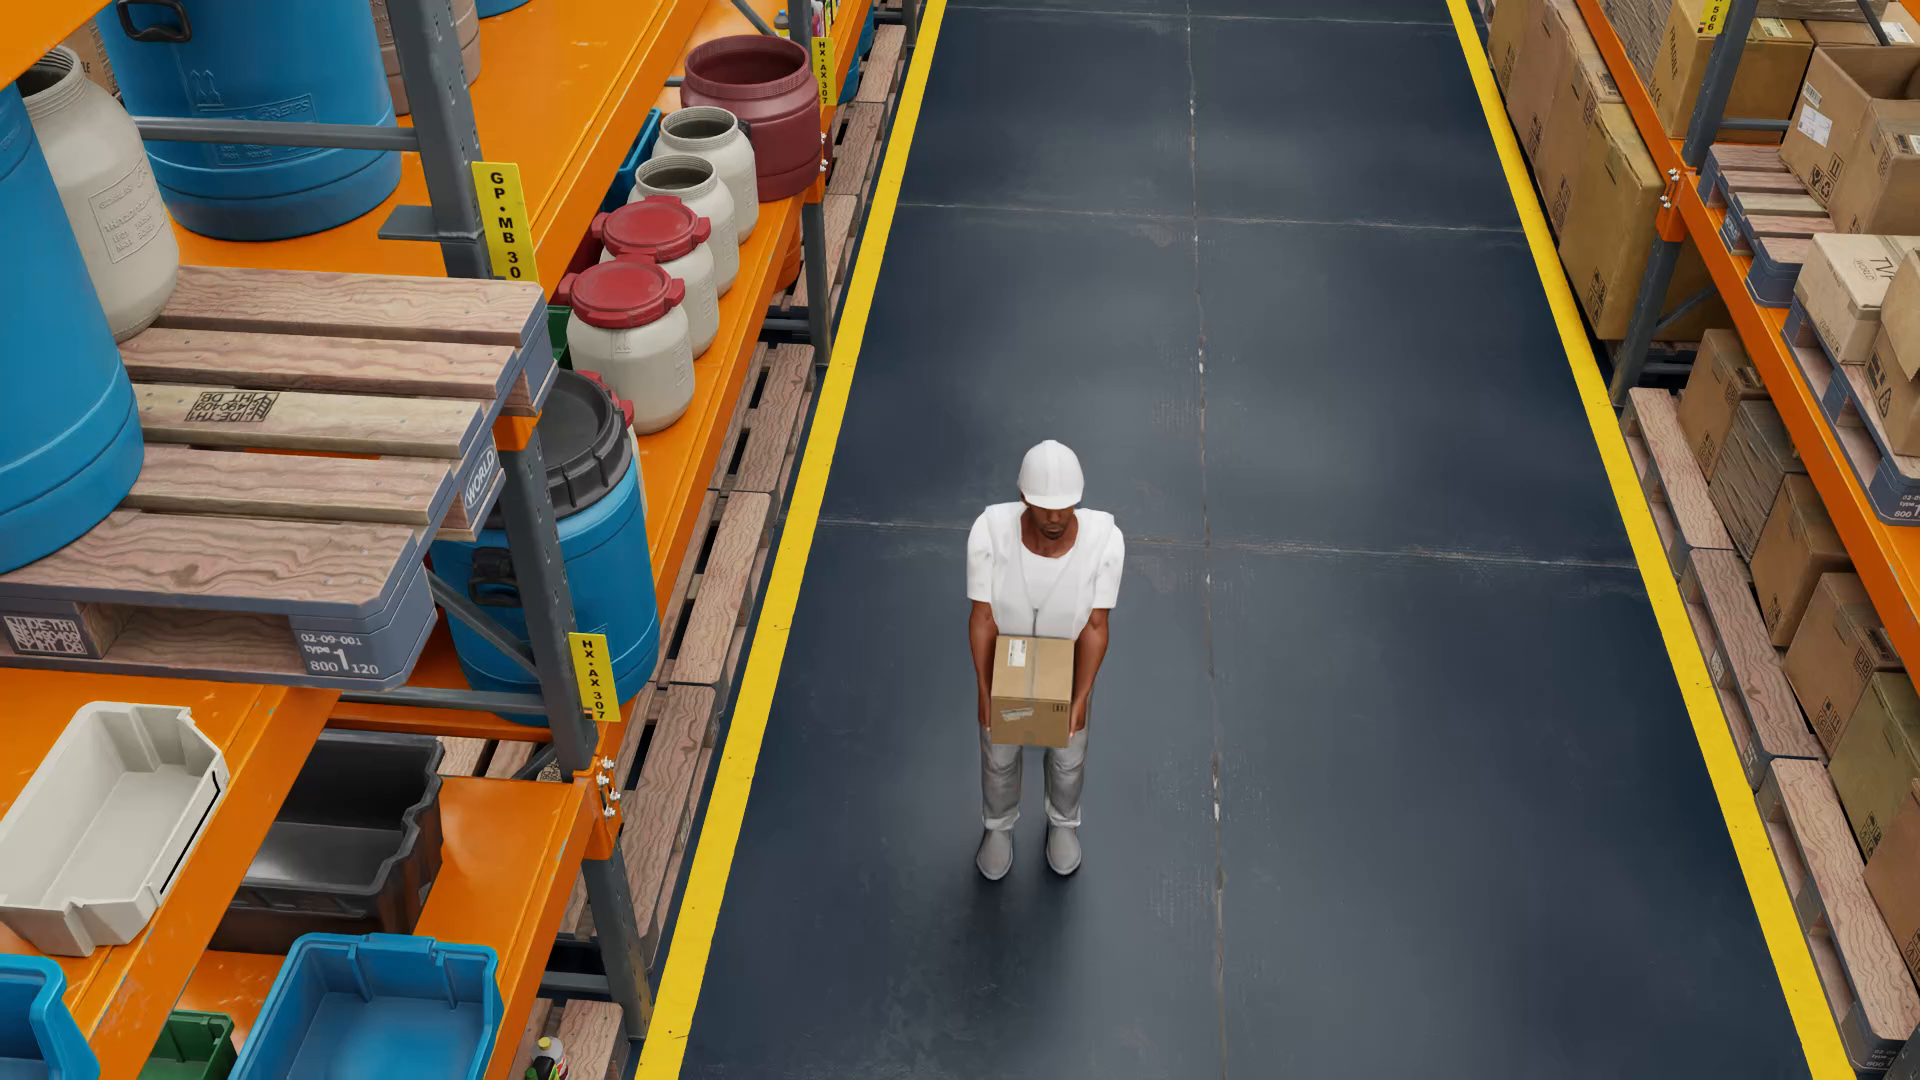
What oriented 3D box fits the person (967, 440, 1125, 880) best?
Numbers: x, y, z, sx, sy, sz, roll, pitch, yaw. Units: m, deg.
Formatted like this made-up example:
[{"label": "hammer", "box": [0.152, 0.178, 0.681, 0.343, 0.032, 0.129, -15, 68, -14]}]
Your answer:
[{"label": "person", "box": [0.263, 0.485, 5.558, 0.505, 1.762, 0.571, 3, 40, 4]}]
